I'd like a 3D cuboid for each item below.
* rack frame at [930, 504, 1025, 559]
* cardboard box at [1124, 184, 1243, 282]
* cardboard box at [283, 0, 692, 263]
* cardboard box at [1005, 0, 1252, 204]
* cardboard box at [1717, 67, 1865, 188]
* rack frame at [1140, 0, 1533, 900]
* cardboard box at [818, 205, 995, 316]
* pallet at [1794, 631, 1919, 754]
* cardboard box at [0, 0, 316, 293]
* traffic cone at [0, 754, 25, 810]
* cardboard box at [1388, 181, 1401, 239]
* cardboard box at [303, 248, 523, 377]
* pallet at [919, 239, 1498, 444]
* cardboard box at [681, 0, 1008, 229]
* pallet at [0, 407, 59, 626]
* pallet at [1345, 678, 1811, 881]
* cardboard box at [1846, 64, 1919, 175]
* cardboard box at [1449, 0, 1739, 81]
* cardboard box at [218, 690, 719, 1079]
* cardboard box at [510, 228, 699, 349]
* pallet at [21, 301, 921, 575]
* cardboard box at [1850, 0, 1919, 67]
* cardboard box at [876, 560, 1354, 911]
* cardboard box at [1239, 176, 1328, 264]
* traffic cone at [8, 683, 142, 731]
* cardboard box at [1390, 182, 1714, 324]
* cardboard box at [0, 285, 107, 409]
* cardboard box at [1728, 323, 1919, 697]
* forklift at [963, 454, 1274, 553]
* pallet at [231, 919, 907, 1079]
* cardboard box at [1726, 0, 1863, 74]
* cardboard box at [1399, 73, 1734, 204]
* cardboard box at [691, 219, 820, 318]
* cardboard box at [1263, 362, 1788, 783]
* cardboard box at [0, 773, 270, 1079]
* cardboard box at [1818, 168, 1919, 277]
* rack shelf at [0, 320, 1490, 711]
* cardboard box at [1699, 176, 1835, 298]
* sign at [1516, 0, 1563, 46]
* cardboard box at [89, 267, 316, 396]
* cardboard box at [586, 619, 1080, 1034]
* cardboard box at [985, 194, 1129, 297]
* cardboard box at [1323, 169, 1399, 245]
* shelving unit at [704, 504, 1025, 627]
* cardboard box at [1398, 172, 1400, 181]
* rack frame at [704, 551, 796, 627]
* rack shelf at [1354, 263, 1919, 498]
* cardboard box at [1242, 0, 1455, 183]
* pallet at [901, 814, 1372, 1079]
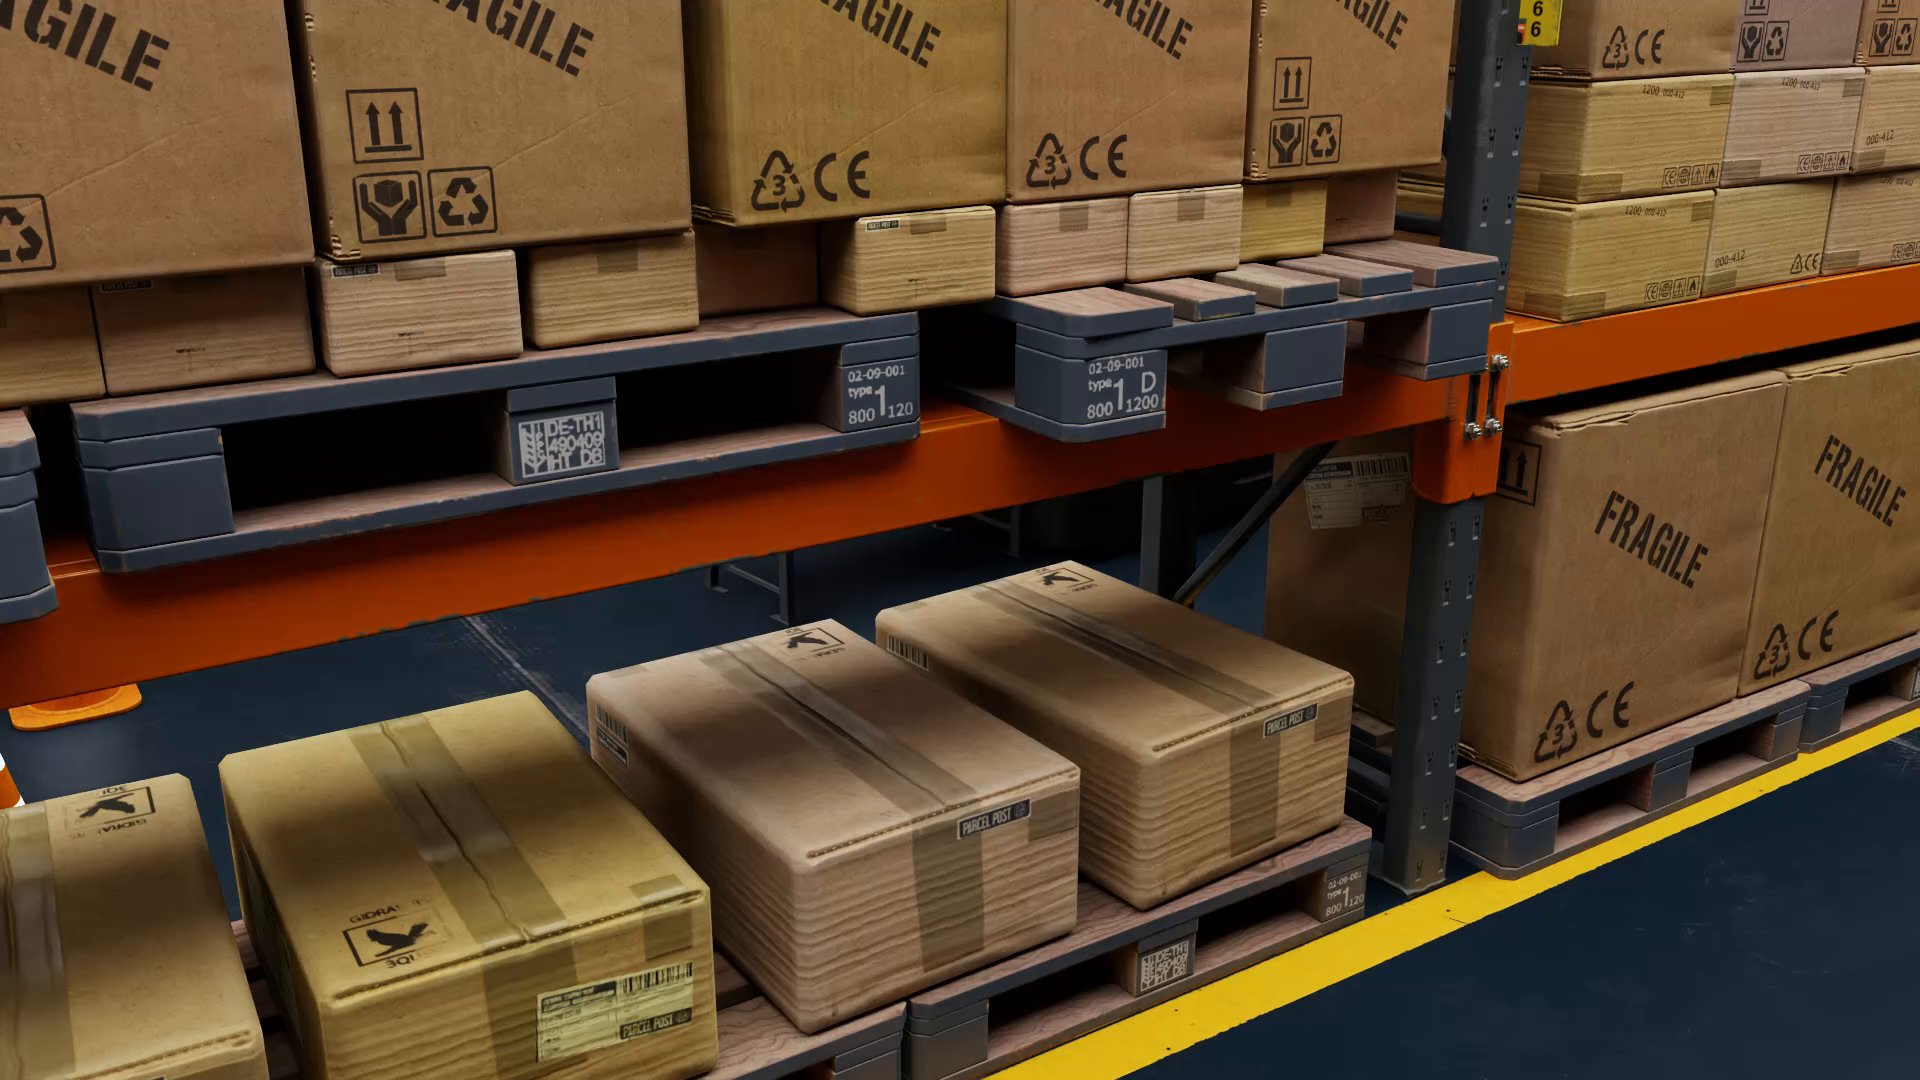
[{"bbox_3d":[0.060,-0.704,5.985,0.032,1.500,0.500,-15,24,-38],"label":"rack frame"},{"bbox_3d":[0.289,-0.577,3.006,0.250,0.149,0.380,-12,22,-32],"label":"cardboard box"},{"bbox_3d":[-0.726,-0.695,2.340,0.500,0.500,0.500,-13,23,-34],"label":"cardboard box"},{"bbox_3d":[0.151,-0.880,2.887,0.500,0.500,0.500,-12,22,-32],"label":"cardboard box"},{"bbox_3d":[1.795,-1.021,4.034,0.500,0.250,0.500,-11,22,-30],"label":"cardboard box"},{"bbox_3d":[0.803,-0.741,3.753,0.127,3.000,1.000,-12,22,-31],"label":"rack frame"},{"bbox_3d":[-0.148,-0.483,2.726,0.250,0.149,0.380,-11,22,-30],"label":"cardboard box"},{"bbox_3d":[2.521,0.248,5.183,1.213,0.211,1.003,-12,22,-31],"label":"pallet"},{"bbox_3d":[-1.150,-0.601,2.064,0.500,0.500,0.500,-12,22,-32],"label":"cardboard box"},{"bbox_3d":[-2.272,0.572,3.829,0.334,0.463,0.336,-12,22,-31],"label":"traffic cone"},{"bbox_3d":[1.083,-0.829,4.246,0.500,0.250,0.500,-13,23,-33],"label":"cardboard box"},{"bbox_3d":[-0.798,-0.351,2.337,0.250,0.149,0.380,-11,22,-29],"label":"cardboard box"},{"bbox_3d":[0.267,-0.496,3.328,1.003,0.211,1.213,-12,22,-31],"label":"pallet"},{"bbox_3d":[-0.270,-0.791,2.623,0.500,0.500,0.500,-14,23,-35],"label":"cardboard box"},{"bbox_3d":[-1.819,-0.041,1.983,1.213,0.211,1.003,-12,22,-31],"label":"pallet"},{"bbox_3d":[1.503,0.461,4.551,1.213,0.211,1.003,-12,22,-31],"label":"pallet"},{"bbox_3d":[2.218,-1.105,4.284,0.500,0.250,0.500,-12,22,-32],"label":"cardboard box"},{"bbox_3d":[1.350,-1.284,3.640,0.500,0.500,0.500,-13,22,-33],"label":"cardboard box"},{"bbox_3d":[-0.922,0.666,3.039,0.625,0.372,0.950,-11,22,-30],"label":"cardboard box"},{"bbox_3d":[-0.591,-0.406,2.499,0.250,0.149,0.380,-13,22,-33],"label":"cardboard box"},{"bbox_3d":[-0.827,-0.291,2.720,1.213,0.211,1.003,-12,22,-31],"label":"pallet"},{"bbox_3d":[2.199,-1.460,4.164,0.500,0.500,0.500,-11,22,-30],"label":"cardboard box"},{"bbox_3d":[0.326,0.402,3.820,0.625,0.372,0.950,-14,23,-35],"label":"cardboard box"},{"bbox_3d":[0.475,-0.634,3.172,0.250,0.149,0.380,-12,22,-31],"label":"cardboard box"},{"bbox_3d":[-2.579,0.254,4.771,0.334,0.463,0.336,-12,22,-31],"label":"traffic cone"},{"bbox_3d":[1.351,-0.689,3.833,0.500,0.250,0.500,-12,22,-32],"label":"cardboard box"},{"bbox_3d":[-1.256,-0.275,2.112,0.250,0.149,0.380,-12,22,-31],"label":"cardboard box"},{"bbox_3d":[2.173,-0.189,4.782,0.875,0.875,0.875,-12,22,-31],"label":"cardboard box"},{"bbox_3d":[1.184,-1.715,6.742,3.031,2.935,1.130,-15,24,-38],"label":"forklift"},{"bbox_3d":[-0.868,0.931,3.162,1.213,0.211,1.003,-12,22,-31],"label":"pallet"},{"bbox_3d":[1.759,-1.373,3.907,0.500,0.500,0.500,-12,22,-31],"label":"cardboard box"},{"bbox_3d":[1.362,-0.930,3.766,0.500,0.250,0.500,-12,22,-32],"label":"cardboard box"},{"bbox_3d":[-0.427,-0.472,2.695,0.250,0.149,0.380,-12,22,-31],"label":"cardboard box"},{"bbox_3d":[1.426,-0.033,4.320,0.875,0.875,0.875,-12,22,-32],"label":"cardboard box"},{"bbox_3d":[-1.502,0.789,2.675,0.625,0.372,0.950,-10,21,-28],"label":"cardboard box"},{"bbox_3d":[2.211,-0.875,4.383,0.500,0.250,0.500,-11,22,-30],"label":"cardboard box"},{"bbox_3d":[-0.867,-0.048,2.826,4.000,0.370,1.077,-12,22,-31],"label":"rack shelf"},{"bbox_3d":[1.770,-0.784,4.115,0.500,0.250,0.500,-13,22,-33],"label":"cardboard box"},{"bbox_3d":[1.110,-1.109,3.156,0.005,0.325,0.100,-12,22,-31],"label":"sign"},{"bbox_3d":[-1.049,-0.318,2.240,0.250,0.149,0.380,-12,22,-31],"label":"cardboard box"},{"bbox_3d":[-0.286,0.534,3.429,0.625,0.372,0.950,-12,22,-32],"label":"cardboard box"},{"bbox_3d":[0.075,-0.535,2.881,0.250,0.149,0.380,-13,23,-34],"label":"cardboard box"},{"bbox_3d":[0.659,-0.700,3.369,0.250,0.149,0.380,-11,22,-29],"label":"cardboard box"},{"bbox_3d":[-0.325,-0.597,5.670,1.048,1.500,0.538,-15,24,-38],"label":"shelving unit"},{"bbox_3d":[1.068,-1.060,4.150,0.500,0.250,0.500,-12,22,-32],"label":"cardboard box"},{"bbox_3d":[-0.710,-0.491,5.356,0.032,1.500,0.500,-15,24,-38],"label":"rack frame"},{"bbox_3d":[2.474,-0.753,4.910,4.000,0.370,1.077,-12,22,-31],"label":"rack shelf"},{"bbox_3d":[0.577,-0.974,3.165,0.500,0.500,0.500,-13,22,-33],"label":"cardboard box"},{"bbox_3d":[0.150,0.717,3.794,1.213,0.211,1.003,-12,22,-31],"label":"pallet"}]
